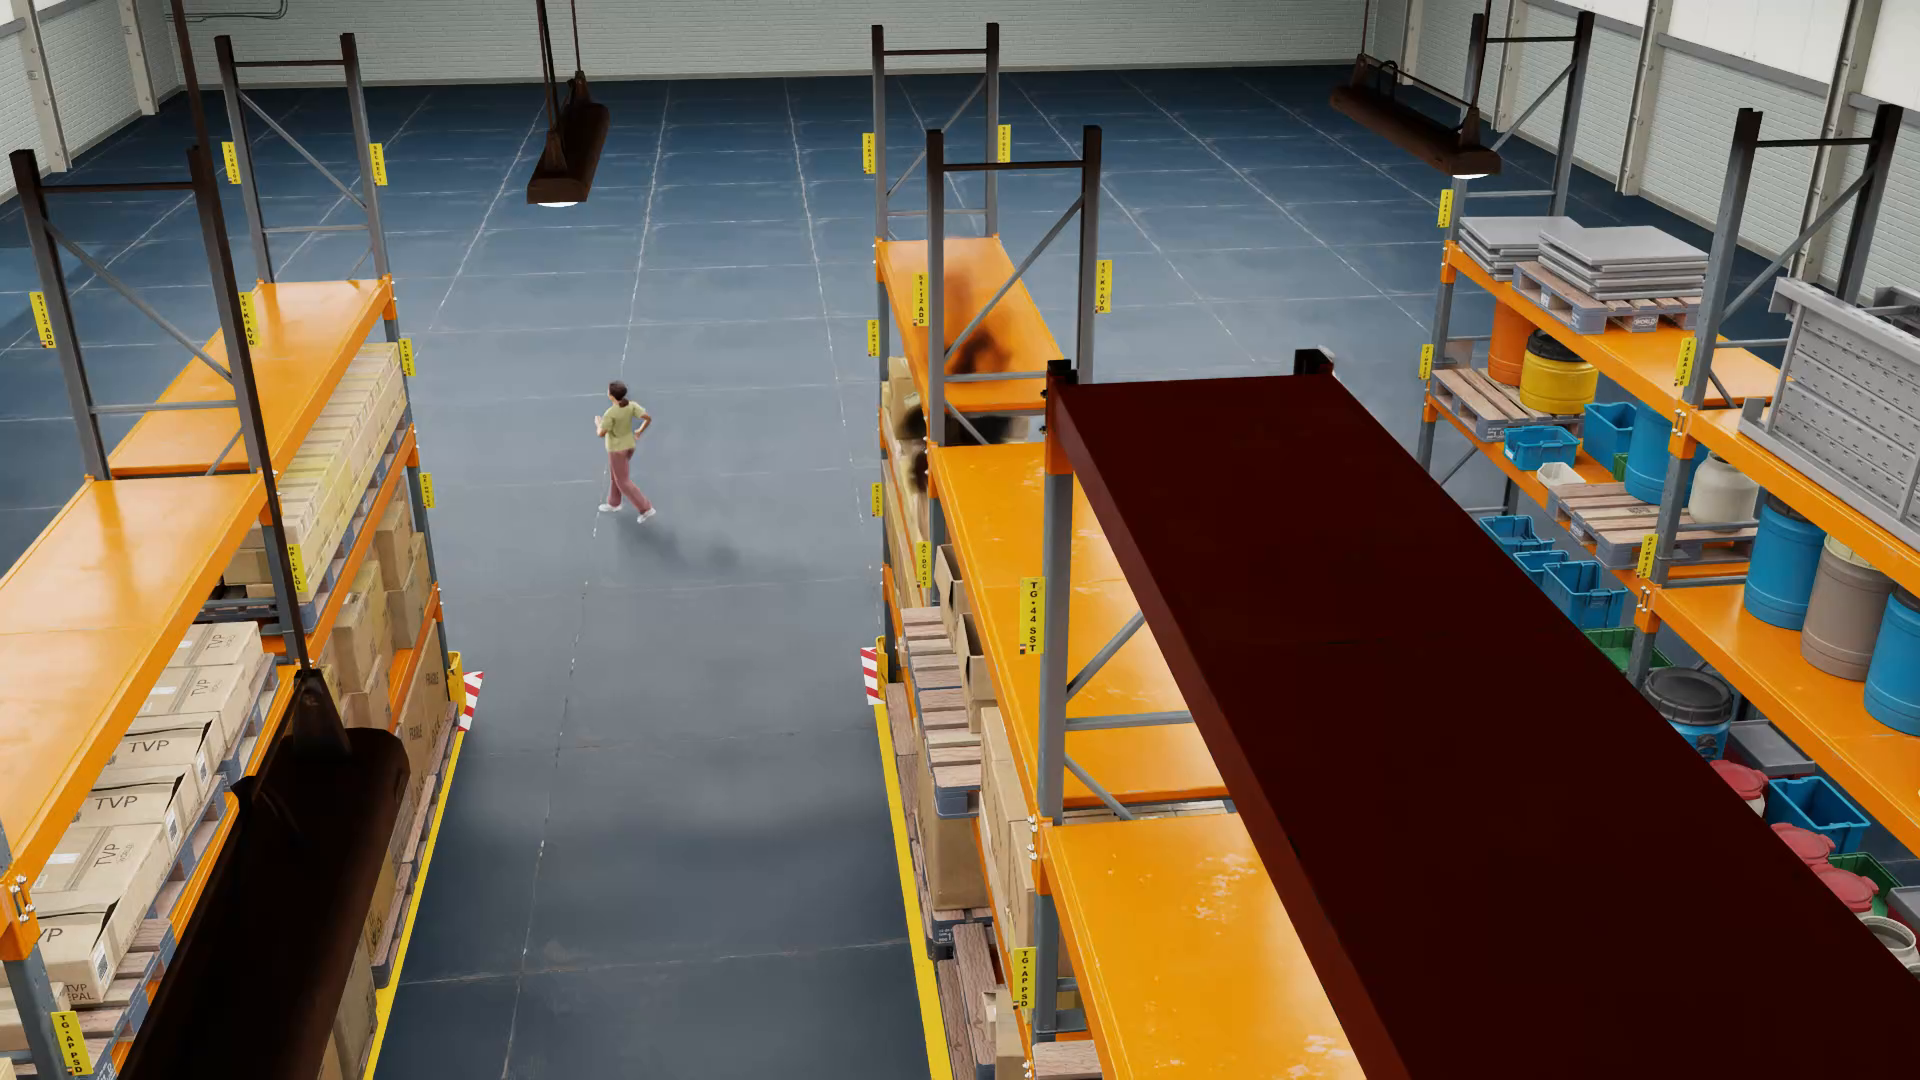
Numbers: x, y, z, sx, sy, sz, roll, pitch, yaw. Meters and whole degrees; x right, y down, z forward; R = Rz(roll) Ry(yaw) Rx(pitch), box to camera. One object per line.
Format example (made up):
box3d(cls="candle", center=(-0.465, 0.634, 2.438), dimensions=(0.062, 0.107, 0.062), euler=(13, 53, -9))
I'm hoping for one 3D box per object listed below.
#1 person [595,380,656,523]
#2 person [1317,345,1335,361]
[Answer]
box3d(cls="person", center=(-3.784, -0.993, 18.587), dimensions=(0.957, 1.666, 0.569), euler=(15, 29, 28))
box3d(cls="person", center=(4.079, -1.452, 19.513), dimensions=(0.602, 1.744, 0.650), euler=(6, 26, 12))
